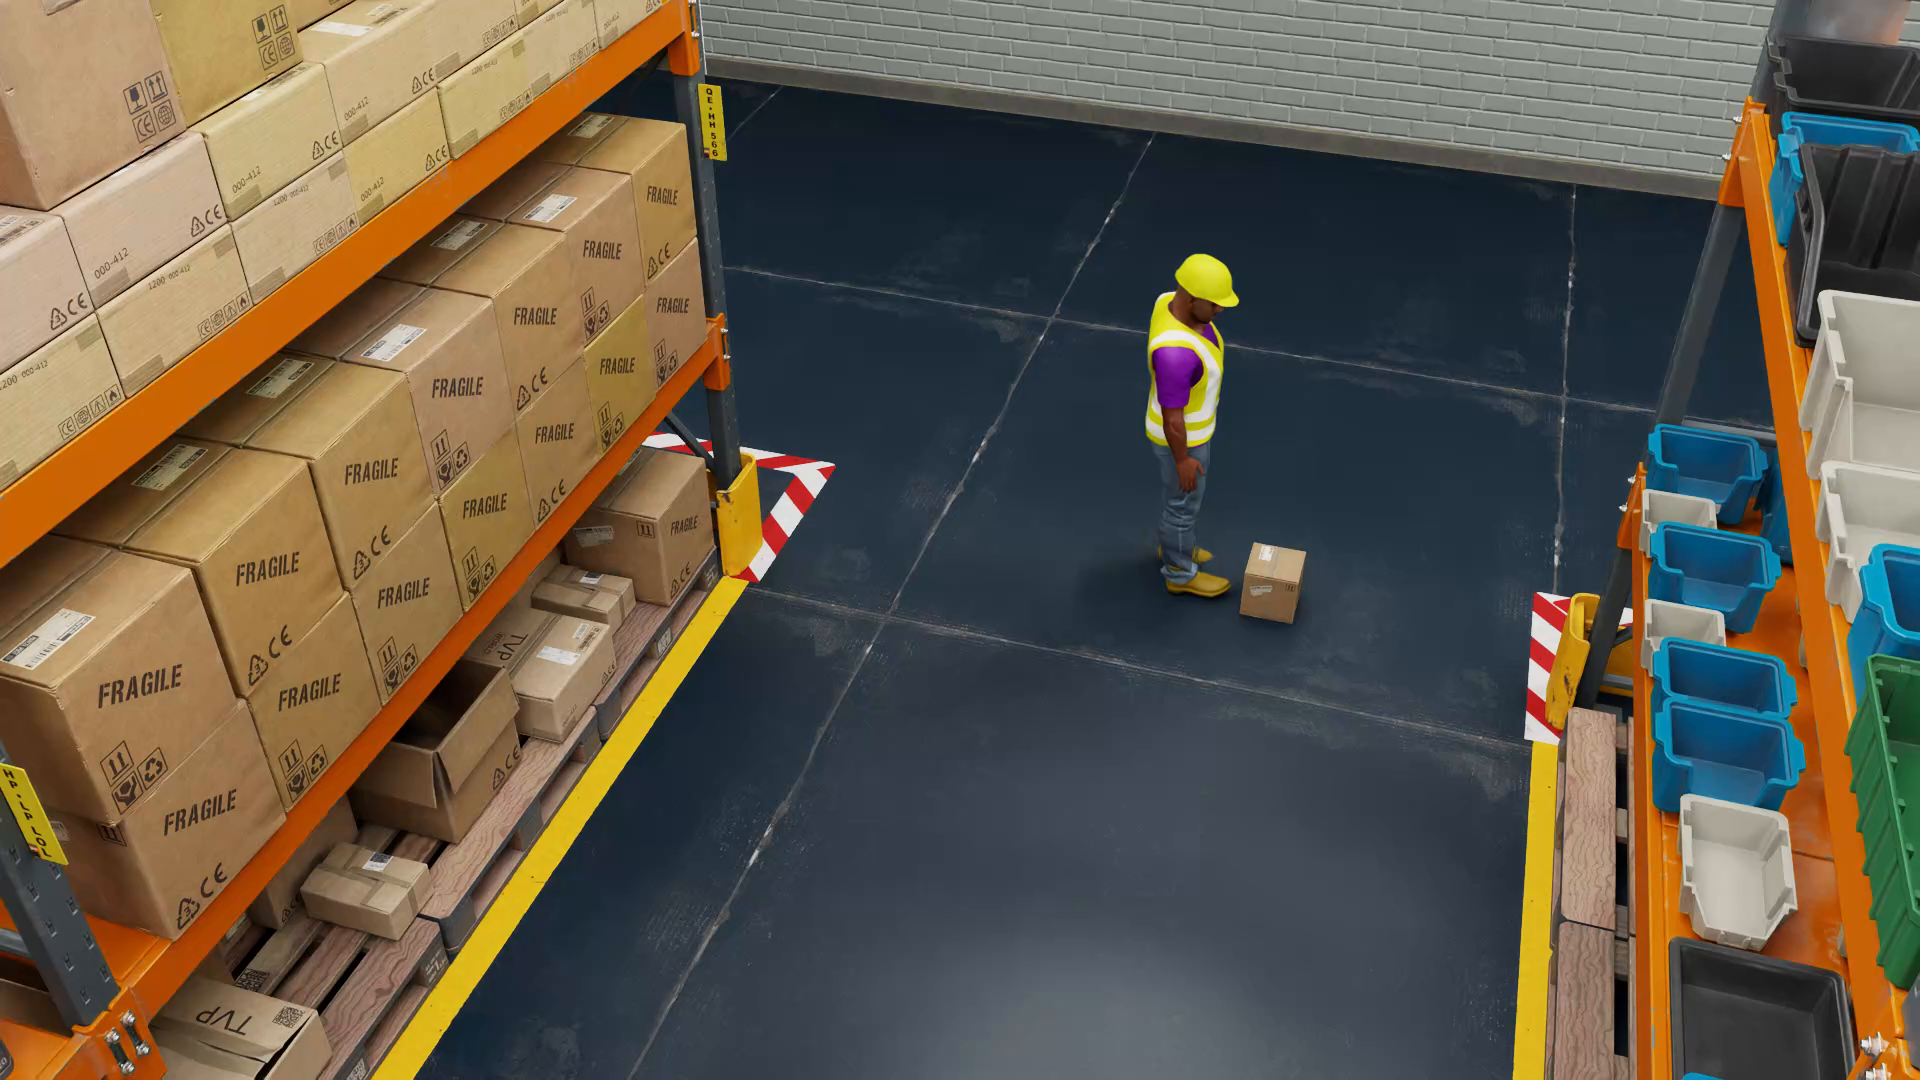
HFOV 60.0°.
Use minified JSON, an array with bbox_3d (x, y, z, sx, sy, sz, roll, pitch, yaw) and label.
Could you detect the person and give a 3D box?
[{"bbox_3d":[-0.166,4.040,1.484,0.612,1.823,15.896,6,37,8],"label":"person"}]
